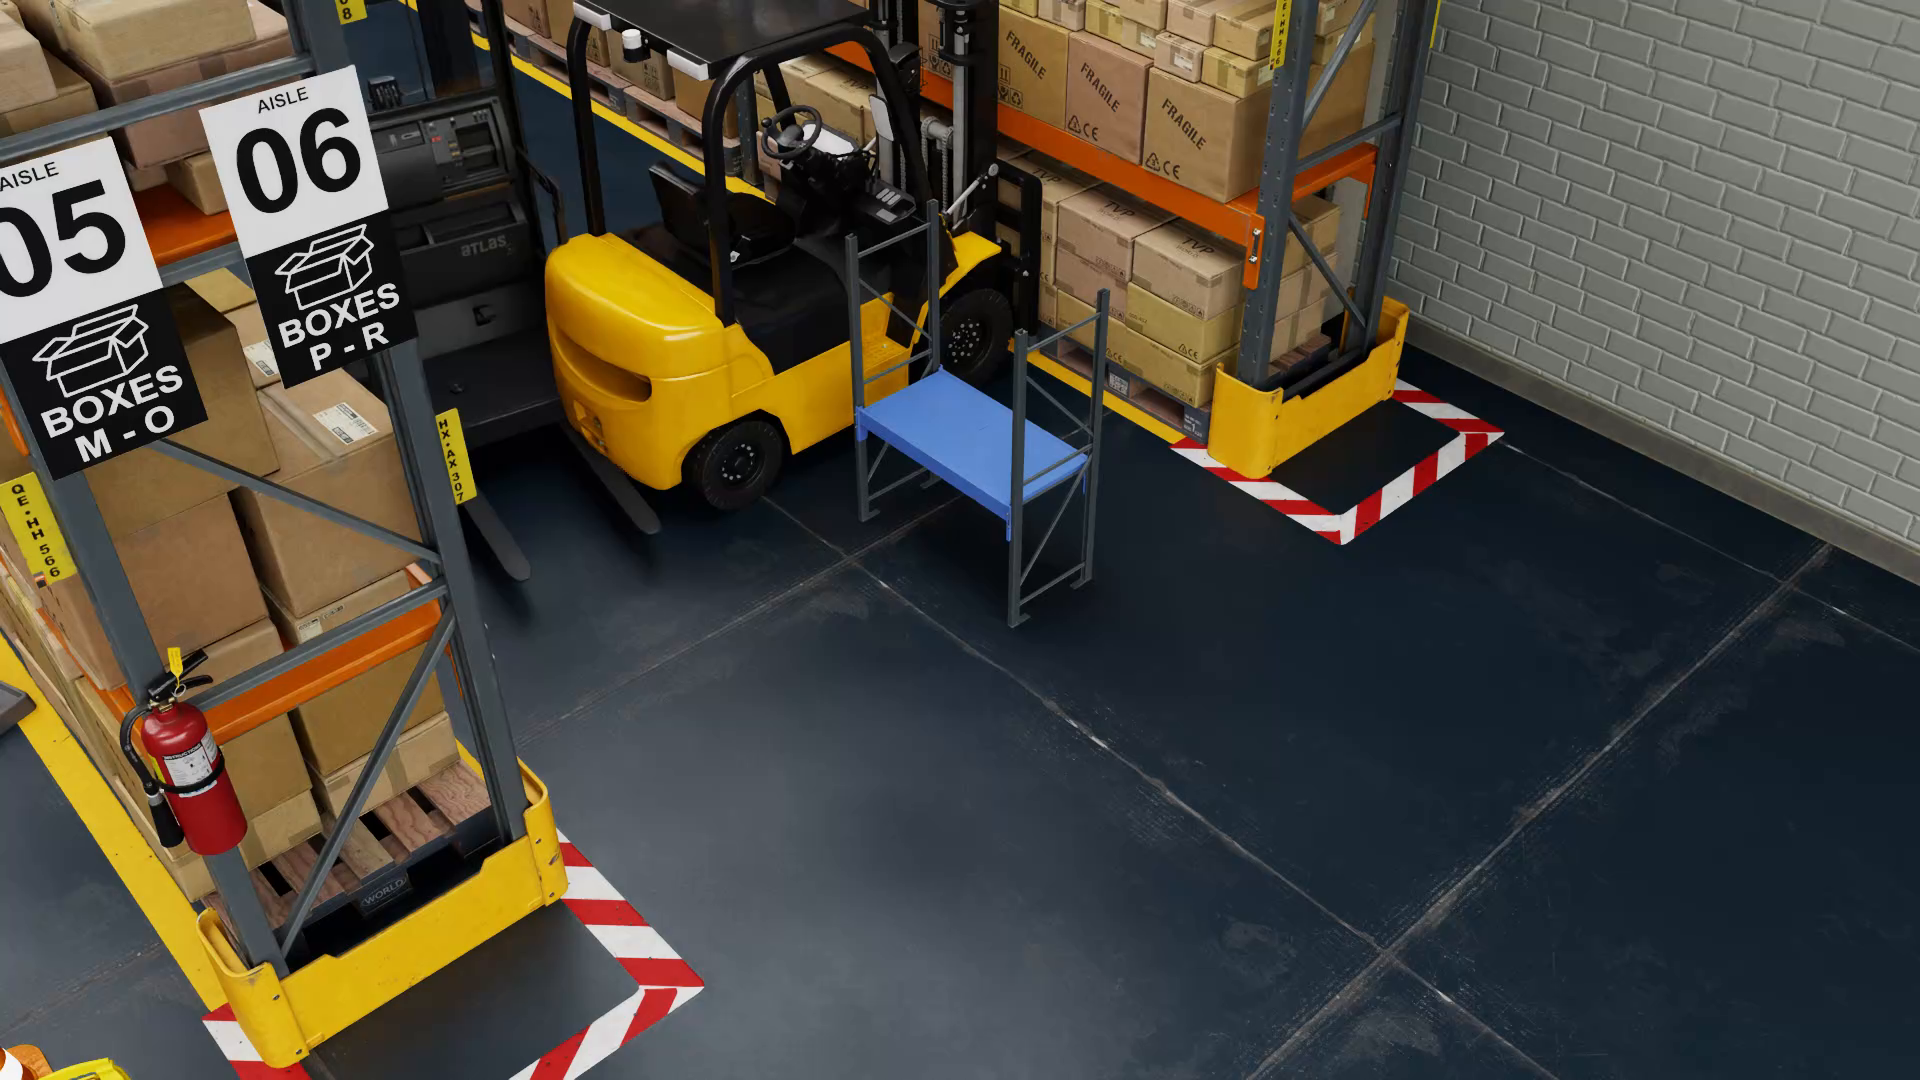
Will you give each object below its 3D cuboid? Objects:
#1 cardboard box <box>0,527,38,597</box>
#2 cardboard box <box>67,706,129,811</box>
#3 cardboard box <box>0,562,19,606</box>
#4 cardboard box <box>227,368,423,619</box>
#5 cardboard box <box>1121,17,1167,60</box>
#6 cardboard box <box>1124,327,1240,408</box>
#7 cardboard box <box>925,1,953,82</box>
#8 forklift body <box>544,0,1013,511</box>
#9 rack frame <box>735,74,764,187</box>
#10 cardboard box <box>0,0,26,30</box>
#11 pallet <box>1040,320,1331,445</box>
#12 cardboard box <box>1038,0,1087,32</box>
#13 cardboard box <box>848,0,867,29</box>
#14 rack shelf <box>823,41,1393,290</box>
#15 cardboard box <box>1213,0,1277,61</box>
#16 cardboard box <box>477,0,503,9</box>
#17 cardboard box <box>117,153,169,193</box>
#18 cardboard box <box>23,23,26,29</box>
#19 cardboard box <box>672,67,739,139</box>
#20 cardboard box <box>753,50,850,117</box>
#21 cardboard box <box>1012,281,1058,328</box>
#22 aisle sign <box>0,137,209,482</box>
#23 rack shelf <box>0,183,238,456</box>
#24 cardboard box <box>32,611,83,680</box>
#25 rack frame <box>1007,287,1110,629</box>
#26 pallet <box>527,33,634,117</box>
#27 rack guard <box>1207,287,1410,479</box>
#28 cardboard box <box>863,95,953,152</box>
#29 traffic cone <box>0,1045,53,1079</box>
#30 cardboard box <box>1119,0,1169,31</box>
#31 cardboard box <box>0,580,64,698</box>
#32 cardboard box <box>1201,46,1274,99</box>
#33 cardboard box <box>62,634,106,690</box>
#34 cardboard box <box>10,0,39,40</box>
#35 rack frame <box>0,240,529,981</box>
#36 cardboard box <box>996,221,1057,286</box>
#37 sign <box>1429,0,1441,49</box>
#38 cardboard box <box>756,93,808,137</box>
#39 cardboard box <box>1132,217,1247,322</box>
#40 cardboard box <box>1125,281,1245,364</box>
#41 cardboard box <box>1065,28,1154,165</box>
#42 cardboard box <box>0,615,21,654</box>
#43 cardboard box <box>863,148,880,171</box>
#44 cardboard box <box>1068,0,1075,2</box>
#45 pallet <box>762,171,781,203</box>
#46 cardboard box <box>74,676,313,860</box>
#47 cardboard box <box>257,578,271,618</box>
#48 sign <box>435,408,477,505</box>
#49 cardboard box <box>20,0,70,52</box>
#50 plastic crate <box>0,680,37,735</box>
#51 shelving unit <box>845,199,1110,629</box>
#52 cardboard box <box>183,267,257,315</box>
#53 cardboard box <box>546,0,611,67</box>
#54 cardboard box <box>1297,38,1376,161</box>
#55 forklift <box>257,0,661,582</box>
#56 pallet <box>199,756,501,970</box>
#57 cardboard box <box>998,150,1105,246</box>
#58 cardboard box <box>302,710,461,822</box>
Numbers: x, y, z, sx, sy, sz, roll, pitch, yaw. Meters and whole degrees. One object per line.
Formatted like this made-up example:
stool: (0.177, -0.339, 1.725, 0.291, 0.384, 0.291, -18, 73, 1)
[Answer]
cardboard box: (-2.824, -0.197, 5.291, 0.500, 0.500, 0.500, -30, 48, -32)
cardboard box: (-3.008, 0.729, 6.315, 0.500, 0.250, 0.500, -30, 48, -32)
cardboard box: (-3.295, 0.046, 6.047, 0.380, 0.149, 0.250, -28, 47, -30)
cardboard box: (-2.035, -0.167, 5.253, 0.500, 0.500, 0.500, -31, 48, -32)
cardboard box: (0.969, -2.370, 7.702, 0.380, 0.149, 0.250, -29, 47, -31)
cardboard box: (1.184, -0.963, 8.409, 0.500, 0.250, 0.500, -30, 47, -31)
cardboard box: (0.169, -2.650, 8.564, 0.500, 0.500, 0.500, -30, 47, -31)
forklift body: (-0.892, -1.558, 7.967, 2.313, 2.155, 1.214, -30, 48, -32)
rack frame: (-0.971, -3.637, 9.866, 1.000, 3.000, 0.127, -30, 48, -32)
cardboard box: (-2.511, -1.221, 4.053, 0.380, 0.149, 0.250, -29, 47, -31)
pallet: (1.187, -1.037, 8.866, 1.003, 0.211, 1.213, -30, 48, -32)
cardboard box: (0.594, -2.593, 7.978, 0.380, 0.149, 0.250, -32, 49, -33)
cardboard box: (-0.498, -3.126, 9.153, 0.500, 0.500, 0.500, -29, 47, -31)
rack shelf: (0.382, -2.432, 8.946, 1.077, 0.370, 4.000, -30, 48, -32)
cardboard box: (1.337, -2.269, 7.340, 0.380, 0.149, 0.250, -30, 48, -32)
cardboard box: (-3.264, -4.433, 12.408, 0.875, 0.625, 0.625, -28, 47, -30)
cardboard box: (-2.148, -1.119, 4.561, 0.380, 0.149, 0.250, -32, 48, -33)
cardboard box: (-2.793, -1.261, 4.419, 0.500, 0.250, 0.500, -31, 48, -32)
cardboard box: (-1.332, -3.113, 10.773, 0.875, 0.625, 0.625, -28, 46, -30)
cardboard box: (-0.875, -2.763, 9.842, 0.500, 0.250, 0.500, -31, 48, -32)
cardboard box: (0.523, -1.432, 8.990, 0.500, 0.250, 0.500, -29, 47, -31)
aisle sign: (-2.091, -0.534, 3.955, 0.394, 0.787, 0.004, -30, 48, -32)
rack shelf: (-3.272, -1.488, 5.390, 1.077, 0.370, 4.000, -30, 48, -32)
cardboard box: (-2.951, 0.286, 5.750, 0.380, 0.149, 0.250, -29, 47, -31)
rack frame: (0.401, -0.309, 6.939, 0.500, 1.500, 0.032, -30, 48, -32)
pallet: (-2.327, -3.442, 11.843, 1.003, 0.211, 1.213, -30, 48, -32)
rack guard: (1.751, -0.802, 8.346, 1.175, 0.500, 0.348, -30, 48, -32)
cardboard box: (-0.191, -2.296, 9.264, 0.500, 0.250, 0.500, -28, 47, -30)
traffic cone: (-3.160, 1.661, 5.325, 0.336, 0.463, 0.334, -30, 48, -32)
cardboard box: (0.950, -2.480, 7.600, 0.380, 0.149, 0.250, -29, 47, -31)
cardboard box: (-3.345, 0.203, 6.368, 0.500, 0.500, 0.500, -31, 48, -33)
cardboard box: (1.294, -2.119, 7.390, 0.380, 0.149, 0.250, -29, 47, -31)
cardboard box: (-2.583, 0.271, 5.228, 0.380, 0.149, 0.250, -31, 48, -32)
cardboard box: (-2.396, -1.482, 4.693, 0.500, 0.250, 0.500, -31, 48, -32)
rack frame: (-1.919, 0.325, 4.960, 1.000, 3.000, 0.127, -30, 48, -32)
cardboard box: (0.479, -1.633, 8.841, 0.500, 0.250, 0.500, -31, 48, -33)
sign: (2.147, -2.387, 7.566, 0.100, 0.325, 0.005, -30, 48, -32)
cardboard box: (-0.871, -2.570, 10.001, 0.500, 0.250, 0.500, -30, 48, -32)
cardboard box: (1.193, -1.349, 8.092, 0.500, 0.250, 0.500, -28, 47, -30)
cardboard box: (1.175, -1.167, 8.263, 0.500, 0.250, 0.500, -31, 48, -32)
cardboard box: (0.864, -2.185, 7.989, 0.500, 0.500, 0.500, -28, 47, -31)
cardboard box: (-3.694, 0.255, 6.901, 0.500, 0.250, 0.500, -31, 48, -32)
cardboard box: (-0.197, -2.100, 9.420, 0.500, 0.250, 0.500, -30, 48, -32)
cardboard box: (0.579, -2.700, 7.873, 0.380, 0.149, 0.250, -29, 47, -31)
pallet: (-0.464, -2.167, 10.264, 1.003, 0.211, 1.213, -30, 48, -32)
cardboard box: (-2.653, 0.680, 5.778, 0.500, 0.500, 0.500, -30, 47, -31)
cardboard box: (-2.178, 0.067, 5.480, 0.380, 0.149, 0.250, -29, 47, -31)
sign: (-1.520, -0.242, 4.974, 0.100, 0.325, 0.005, -30, 48, -32)
cardboard box: (-2.191, -1.415, 4.293, 0.380, 0.149, 0.250, -30, 48, -32)
plastic crate: (-4.167, 0.685, 6.838, 0.583, 0.080, 0.402, 18, 42, 21)
shelving unit: (0.058, -0.544, 7.230, 0.538, 1.500, 1.048, -30, 48, -32)
cardboard box: (-2.733, -0.640, 5.839, 0.500, 0.500, 0.500, -31, 48, -33)
cardboard box: (-2.361, -3.823, 11.652, 0.875, 0.625, 0.625, -32, 49, -33)
cardboard box: (1.604, -2.172, 7.973, 0.500, 0.500, 0.500, -28, 47, -30)
forklift: (-2.426, -1.705, 7.528, 1.130, 2.935, 3.031, -21, 44, -24)
pallet: (-2.494, 0.984, 6.364, 1.003, 0.211, 1.213, -30, 48, -32)
cardboard box: (0.495, -1.812, 8.665, 0.500, 0.250, 0.500, -29, 47, -31)
cardboard box: (-2.261, 0.741, 6.300, 0.500, 0.250, 0.500, -30, 48, -32)
